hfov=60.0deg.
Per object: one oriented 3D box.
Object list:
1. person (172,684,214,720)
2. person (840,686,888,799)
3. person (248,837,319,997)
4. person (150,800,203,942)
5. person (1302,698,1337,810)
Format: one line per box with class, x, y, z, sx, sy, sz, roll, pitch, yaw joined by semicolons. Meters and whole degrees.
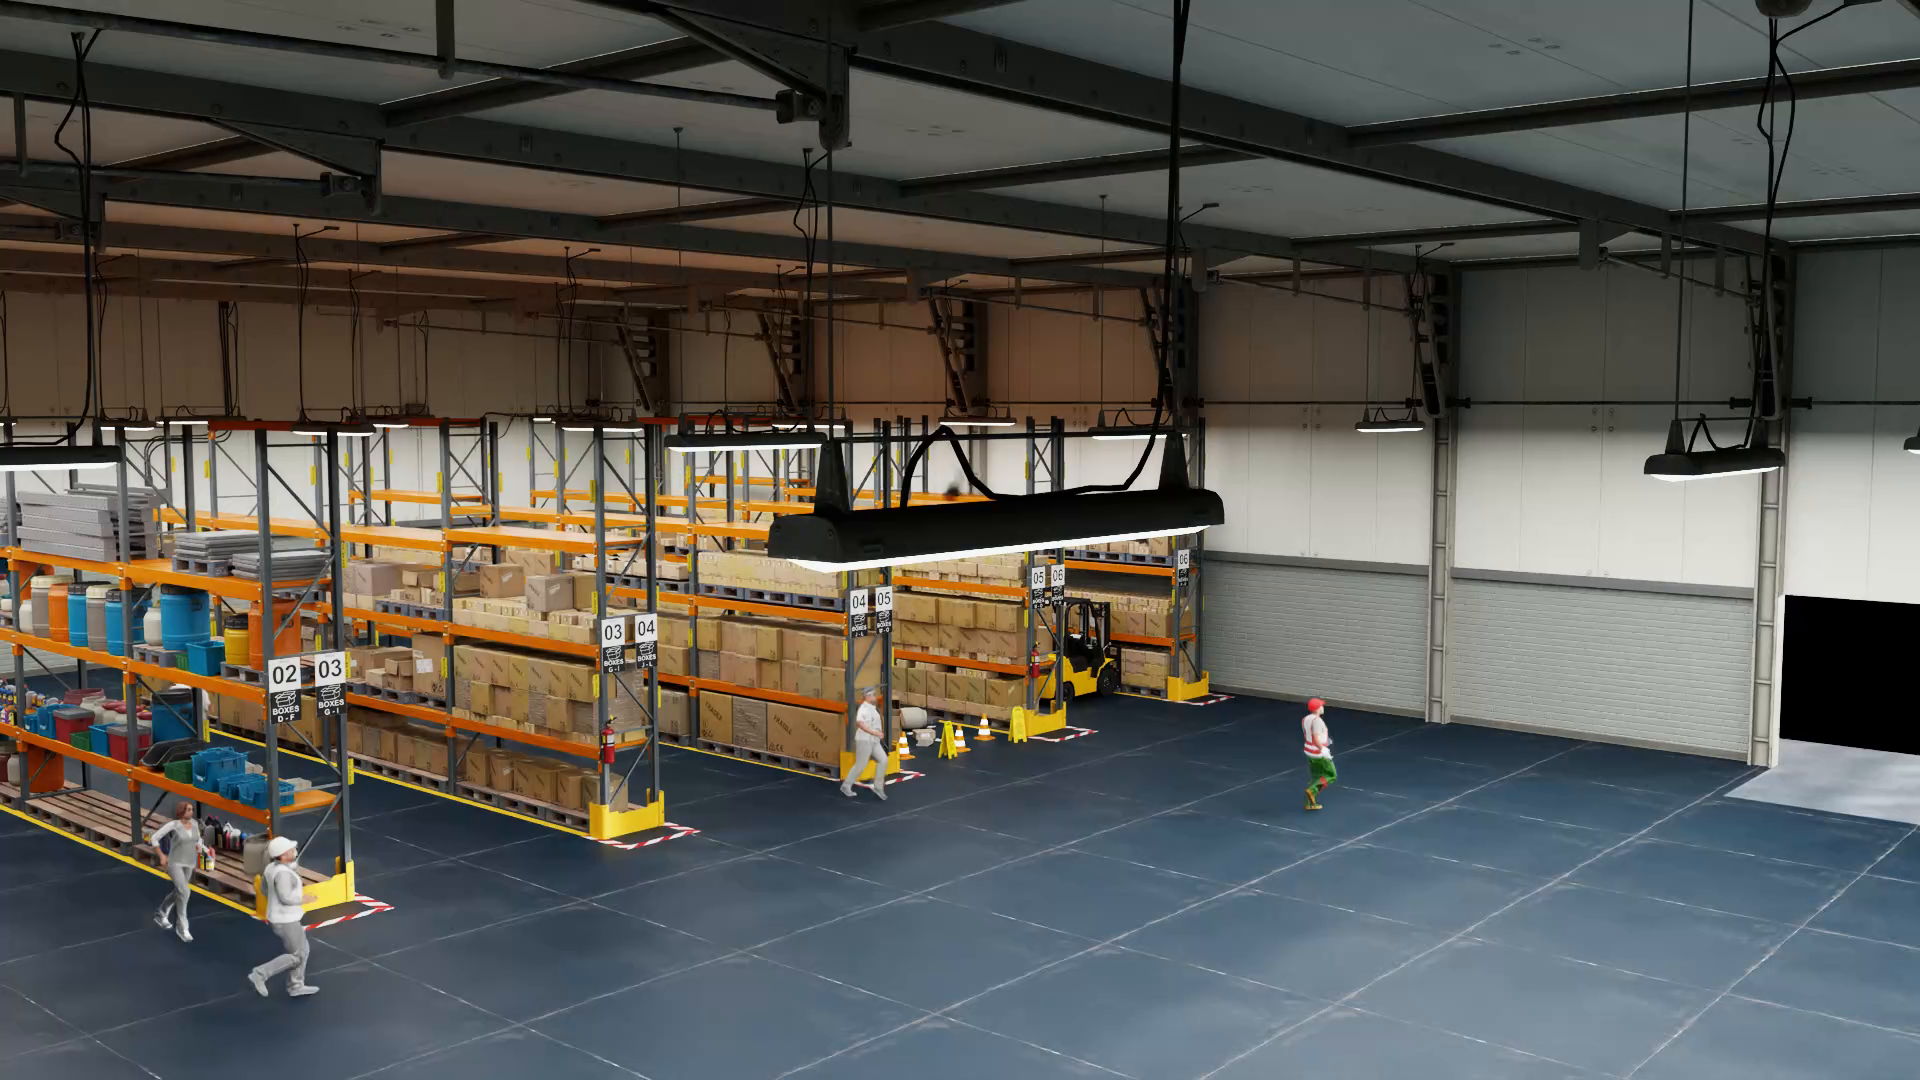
person;-13.180;3.091;28.502;0.969;1.780;0.710;3;6;32
person;-1.485;3.255;26.703;0.768;1.815;0.740;1;5;16
person;-7.160;3.996;17.599;0.677;1.737;0.667;-3;6;-34
person;-9.279;3.904;19.799;0.748;1.616;0.536;2;5;25
person;5.572;3.314;25.777;0.581;1.740;0.652;-2;5;-19
